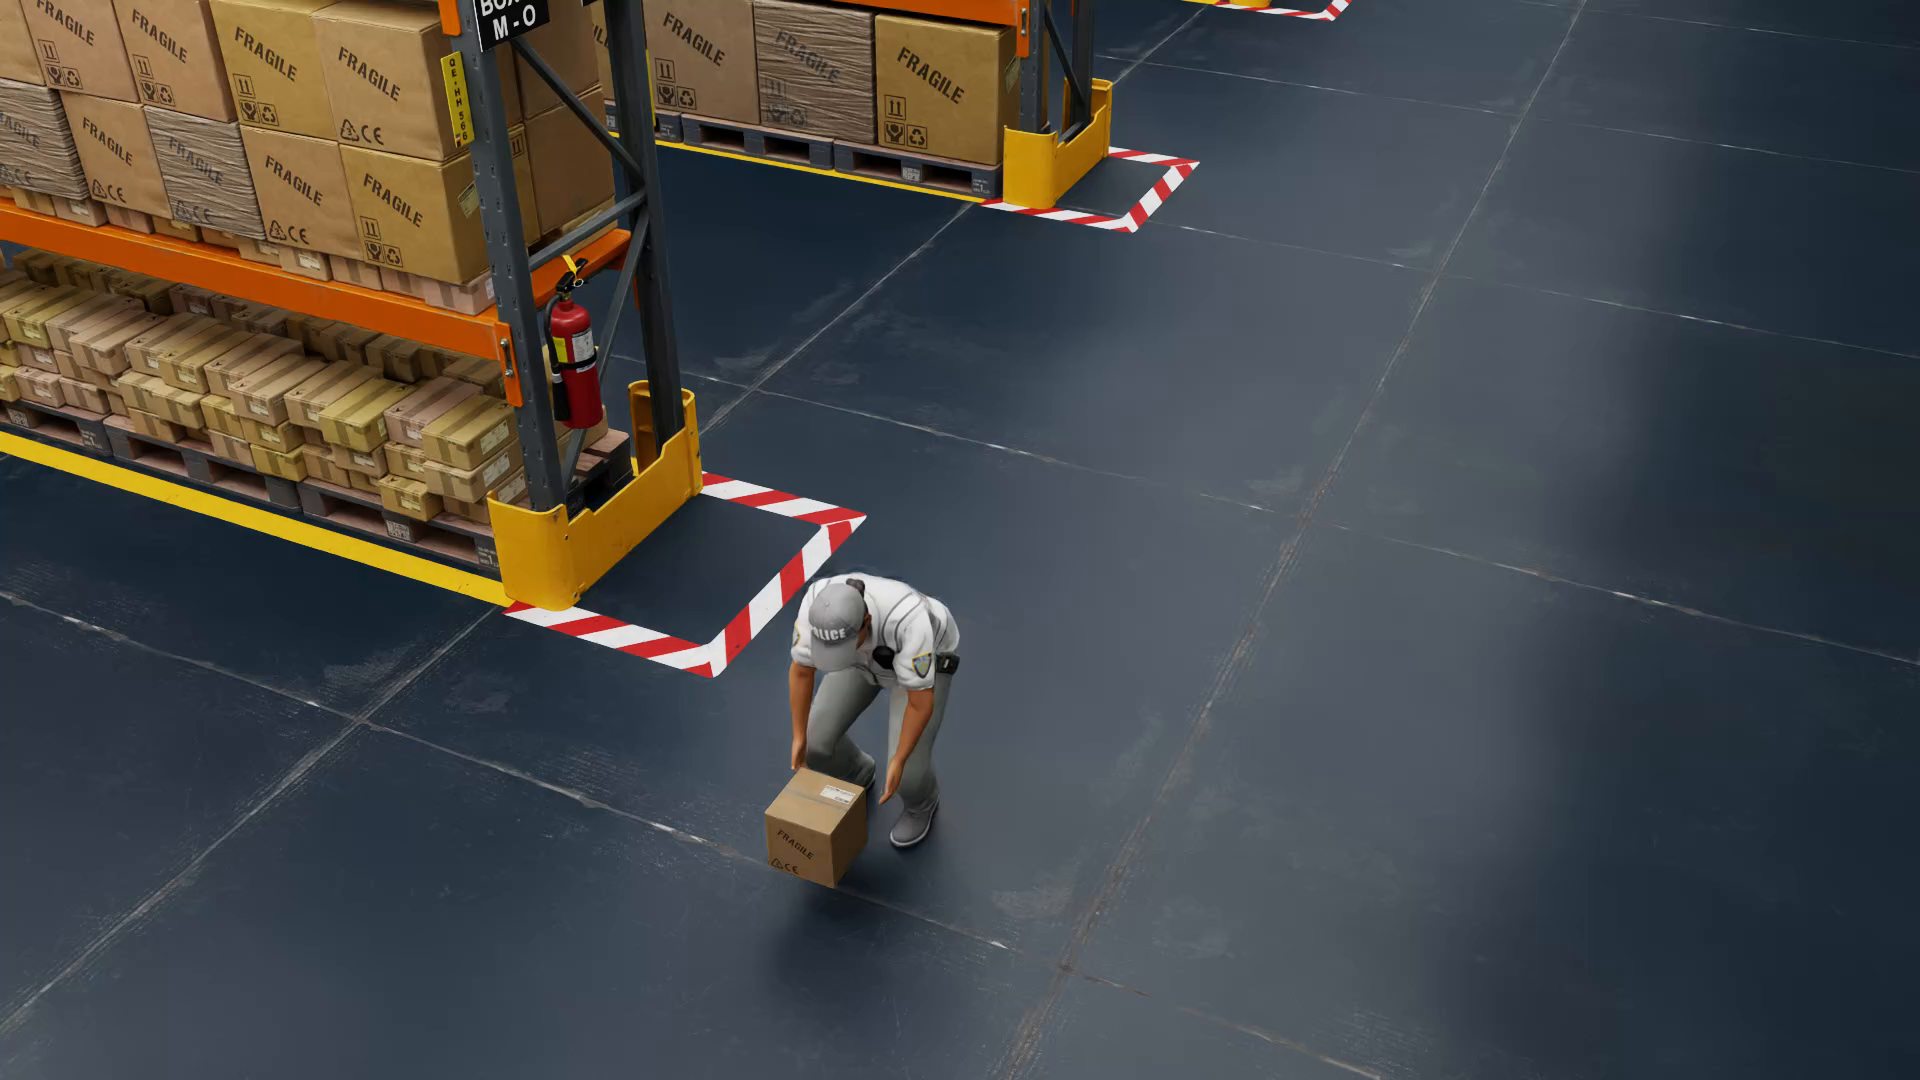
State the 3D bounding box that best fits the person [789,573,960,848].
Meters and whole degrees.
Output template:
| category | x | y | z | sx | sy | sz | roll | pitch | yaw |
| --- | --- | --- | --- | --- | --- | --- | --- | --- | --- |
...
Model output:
| category | x | y | z | sx | sy | sz | roll | pitch | yaw |
| --- | --- | --- | --- | --- | --- | --- | --- | --- | --- |
| person | -0.283 | 0.531 | 5.739 | 0.541 | 1.239 | 0.794 | 14 | 37 | 20 |
